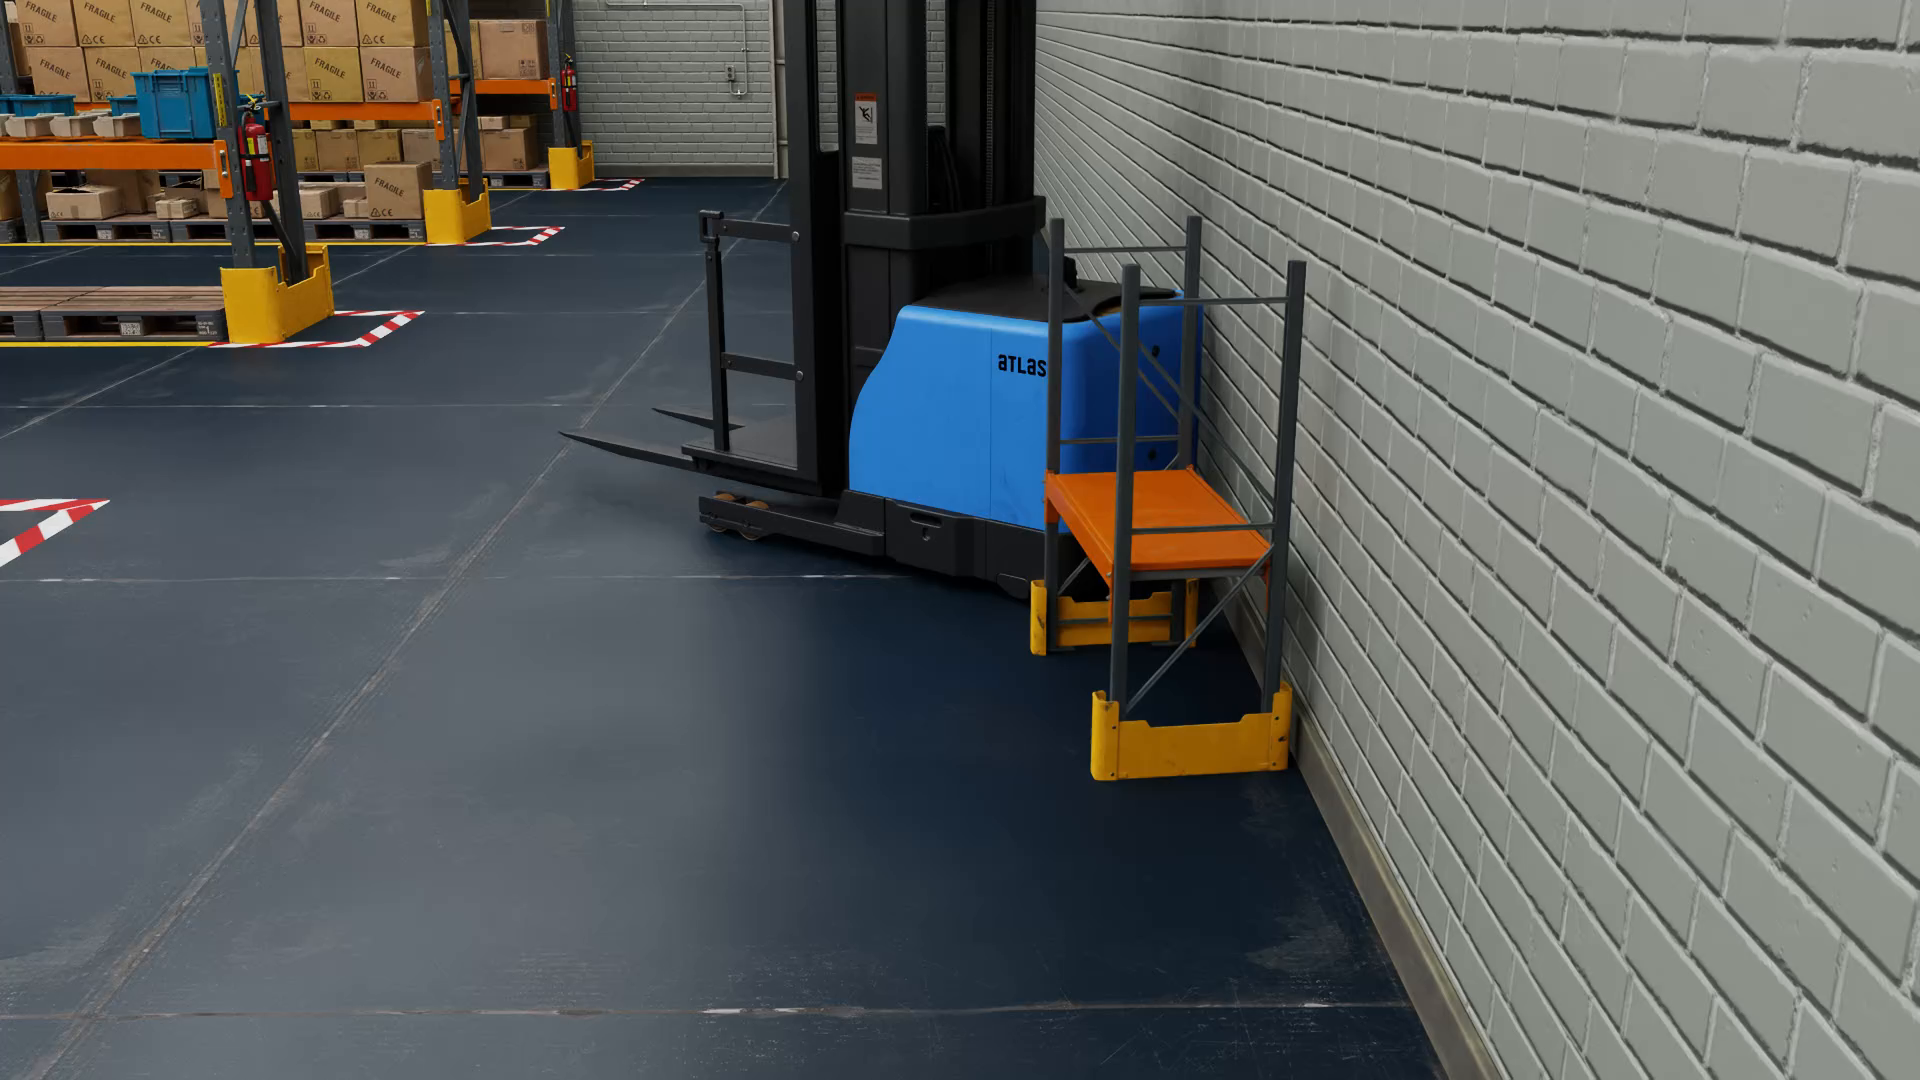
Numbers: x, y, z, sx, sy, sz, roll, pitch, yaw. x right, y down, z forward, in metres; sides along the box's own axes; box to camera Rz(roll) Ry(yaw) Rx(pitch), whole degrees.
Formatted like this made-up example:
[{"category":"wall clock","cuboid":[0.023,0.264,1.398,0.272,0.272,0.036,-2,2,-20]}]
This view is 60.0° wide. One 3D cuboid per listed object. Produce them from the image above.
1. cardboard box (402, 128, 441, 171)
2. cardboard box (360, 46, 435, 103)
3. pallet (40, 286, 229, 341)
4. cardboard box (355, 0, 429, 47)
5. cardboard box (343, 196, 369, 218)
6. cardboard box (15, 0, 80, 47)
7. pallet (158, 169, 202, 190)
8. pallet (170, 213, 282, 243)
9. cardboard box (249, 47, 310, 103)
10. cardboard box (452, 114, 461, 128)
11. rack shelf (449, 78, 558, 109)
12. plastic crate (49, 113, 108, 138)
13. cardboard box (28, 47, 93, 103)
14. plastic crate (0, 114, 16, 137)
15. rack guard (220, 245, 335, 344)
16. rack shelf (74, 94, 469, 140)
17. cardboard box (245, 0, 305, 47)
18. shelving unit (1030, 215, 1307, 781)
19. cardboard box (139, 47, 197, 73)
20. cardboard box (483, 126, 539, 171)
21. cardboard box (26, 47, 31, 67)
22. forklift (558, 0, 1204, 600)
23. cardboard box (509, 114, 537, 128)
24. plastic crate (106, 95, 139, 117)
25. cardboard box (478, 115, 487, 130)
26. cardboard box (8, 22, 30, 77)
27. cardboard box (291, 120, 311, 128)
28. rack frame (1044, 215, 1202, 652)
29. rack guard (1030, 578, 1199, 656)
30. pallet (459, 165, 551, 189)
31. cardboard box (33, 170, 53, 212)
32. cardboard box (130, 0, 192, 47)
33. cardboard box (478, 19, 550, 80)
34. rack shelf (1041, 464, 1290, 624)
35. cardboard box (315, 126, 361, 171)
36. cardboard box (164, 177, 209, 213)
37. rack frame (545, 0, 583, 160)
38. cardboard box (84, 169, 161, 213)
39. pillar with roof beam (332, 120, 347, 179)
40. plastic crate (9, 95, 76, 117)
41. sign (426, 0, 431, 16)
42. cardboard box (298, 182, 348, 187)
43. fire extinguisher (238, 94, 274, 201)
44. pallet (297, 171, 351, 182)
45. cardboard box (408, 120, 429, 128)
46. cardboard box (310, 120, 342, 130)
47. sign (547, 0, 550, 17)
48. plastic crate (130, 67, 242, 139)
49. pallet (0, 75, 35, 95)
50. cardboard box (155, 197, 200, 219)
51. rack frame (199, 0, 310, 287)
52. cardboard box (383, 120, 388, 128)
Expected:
[{"category":"cardboard box","cuboid":[-6.636,-4.915,20.863,0.500,0.500,0.700,-1,18,-3]},{"category":"cardboard box","cuboid":[-5.296,-4.393,15.669,0.500,0.500,0.500,0,18,1]},{"category":"pallet","cuboid":[-5.603,-1.598,11.685,1.213,0.211,1.003,0,18,-1]},{"category":"cardboard box","cuboid":[-5.293,-4.869,15.514,0.500,0.500,0.500,0,18,-1]},{"category":"cardboard box","cuboid":[-5.798,-3.239,16.153,0.250,0.166,0.380,0,18,-1]},{"category":"cardboard box","cuboid":[-8.376,-4.852,15.461,0.500,0.500,0.500,0,18,1]},{"category":"pallet","cuboid":[-9.704,-4.570,20.949,1.213,0.211,1.003,0,18,-1]},{"category":"pallet","cuboid":[-6.942,-3.094,16.347,1.213,0.211,1.003,0,18,-1]},{"category":"cardboard box","cuboid":[-6.313,-4.389,15.656,0.500,0.500,0.500,0,18,0]},{"category":"cardboard box","cuboid":[-6.267,-5.287,20.960,0.250,0.149,0.380,0,18,0]},{"category":"rack shelf","cuboid":[-6.934,-5.592,20.746,4.000,0.370,1.077,0,18,-1]},{"category":"plastic crate","cuboid":[-5.880,-2.765,11.090,0.243,0.136,0.396,0,18,-1]},{"category":"cardboard box","cuboid":[-8.338,-4.379,15.623,0.500,0.500,0.500,0,18,1]},{"category":"plastic crate","cuboid":[-6.454,-2.749,11.041,0.250,0.136,0.298,0,18,-1]},{"category":"rack guard","cuboid":[-4.754,-1.732,11.629,0.348,0.500,1.175,0,18,-1]},{"category":"rack shelf","cuboid":[-6.852,-4.079,16.030,4.000,0.370,1.077,0,18,-1]},{"category":"cardboard box","cuboid":[-6.316,-4.862,15.493,0.500,0.500,0.500,0,18,1]},{"category":"shelving unit","cuboid":[0.610,-0.185,5.168,0.587,1.500,1.083,-2,18,-8]},{"category":"cardboard box","cuboid":[-7.325,-4.384,15.639,0.500,0.500,0.500,0,18,-1]},{"category":"cardboard box","cuboid":[-5.632,-4.920,20.879,0.500,0.500,0.700,0,18,-1]},{"category":"cardboard box","cuboid":[-11.423,-6.030,20.252,0.500,0.500,0.500,0,18,-1]},{"category":"forklift","cuboid":[-0.503,-1.509,6.954,3.031,2.935,1.130,13,22,34]},{"category":"cardboard box","cuboid":[-5.510,-5.290,20.972,0.250,0.149,0.380,0,18,0]},{"category":"plastic crate","cuboid":[-5.688,-2.963,11.550,0.300,0.233,0.416,0,18,-1]},{"category":"cardboard box","cuboid":[-6.013,-5.171,20.599,0.250,0.149,0.380,0,18,1]},{"category":"cardboard box","cuboid":[-9.329,-4.725,16.017,0.500,0.500,0.700,-6,19,-19]},{"category":"cardboard box","cuboid":[-8.332,-5.276,20.926,0.250,0.149,0.380,0,18,-1]},{"category":"rack frame","cuboid":[0.541,-0.336,5.639,0.500,1.500,0.032,-2,18,-8]},{"category":"rack guard","cuboid":[0.541,0.260,5.829,0.587,0.250,0.087,-2,18,-8]},{"category":"pallet","cuboid":[-5.732,-4.589,21.006,1.213,0.211,1.003,0,18,-1]},{"category":"cardboard box","cuboid":[-9.339,-3.503,16.430,0.500,0.500,0.500,-1,18,-3]},{"category":"cardboard box","cuboid":[-7.346,-4.857,15.477,0.500,0.500,0.500,-1,18,-2]},{"category":"cardboard box","cuboid":[-5.444,-6.081,20.604,0.700,0.700,0.980,1,18,2]},{"category":"rack shelf","cuboid":[0.612,-0.011,5.215,0.538,0.185,1.000,-2,18,-8]},{"category":"cardboard box","cuboid":[-7.682,-4.908,20.842,0.500,0.500,0.700,0,18,-1]},{"category":"cardboard box","cuboid":[-7.536,-3.434,16.524,0.500,0.311,0.500,0,18,-1]},{"category":"rack frame","cuboid":[-4.934,-5.944,20.667,0.127,3.000,1.000,0,18,-1]},{"category":"cardboard box","cuboid":[-8.286,-3.521,16.483,0.500,0.500,0.500,0,18,-1]},{"category":"pillar with roof beam","cuboid":[-8.179,-7.734,16.425,0.400,9.000,9.100,0,18,-1]},{"category":"plastic crate","cuboid":[-6.346,-2.960,11.541,0.300,0.233,0.416,0,18,-1]},{"category":"sign","cuboid":[-4.863,-4.963,15.196,0.005,0.325,0.100,0,18,-1]},{"category":"cardboard box","cuboid":[-6.400,-3.411,16.550,0.500,0.250,0.500,0,18,-1]},{"category":"fire extinguisher","cuboid":[-4.620,-2.566,10.873,0.183,0.674,0.296,0,18,-1]},{"category":"pallet","cuboid":[-8.172,-4.577,20.969,1.213,0.211,1.003,0,18,-1]},{"category":"cardboard box","cuboid":[-6.778,-5.284,20.951,0.250,0.149,0.380,0,18,0]},{"category":"cardboard box","cuboid":[-7.839,-5.162,20.570,0.250,0.149,0.380,0,18,1]},{"category":"sign","cuboid":[-4.939,-6.442,19.937,0.005,0.325,0.100,0,18,-1]},{"category":"plastic crate","cuboid":[-5.109,-2.905,11.037,0.499,0.435,0.616,0,18,-1]},{"category":"pallet","cuboid":[-9.652,-4.350,16.011,1.213,0.211,1.003,0,18,-1]},{"category":"cardboard box","cuboid":[-7.564,-3.215,16.079,0.250,0.166,0.380,0,18,-1]},{"category":"rack frame","cuboid":[-4.778,-2.918,11.234,0.127,3.000,1.000,0,18,-1]},{"category":"cardboard box","cuboid":[-7.289,-5.281,20.943,0.250,0.149,0.380,0,18,0]}]
